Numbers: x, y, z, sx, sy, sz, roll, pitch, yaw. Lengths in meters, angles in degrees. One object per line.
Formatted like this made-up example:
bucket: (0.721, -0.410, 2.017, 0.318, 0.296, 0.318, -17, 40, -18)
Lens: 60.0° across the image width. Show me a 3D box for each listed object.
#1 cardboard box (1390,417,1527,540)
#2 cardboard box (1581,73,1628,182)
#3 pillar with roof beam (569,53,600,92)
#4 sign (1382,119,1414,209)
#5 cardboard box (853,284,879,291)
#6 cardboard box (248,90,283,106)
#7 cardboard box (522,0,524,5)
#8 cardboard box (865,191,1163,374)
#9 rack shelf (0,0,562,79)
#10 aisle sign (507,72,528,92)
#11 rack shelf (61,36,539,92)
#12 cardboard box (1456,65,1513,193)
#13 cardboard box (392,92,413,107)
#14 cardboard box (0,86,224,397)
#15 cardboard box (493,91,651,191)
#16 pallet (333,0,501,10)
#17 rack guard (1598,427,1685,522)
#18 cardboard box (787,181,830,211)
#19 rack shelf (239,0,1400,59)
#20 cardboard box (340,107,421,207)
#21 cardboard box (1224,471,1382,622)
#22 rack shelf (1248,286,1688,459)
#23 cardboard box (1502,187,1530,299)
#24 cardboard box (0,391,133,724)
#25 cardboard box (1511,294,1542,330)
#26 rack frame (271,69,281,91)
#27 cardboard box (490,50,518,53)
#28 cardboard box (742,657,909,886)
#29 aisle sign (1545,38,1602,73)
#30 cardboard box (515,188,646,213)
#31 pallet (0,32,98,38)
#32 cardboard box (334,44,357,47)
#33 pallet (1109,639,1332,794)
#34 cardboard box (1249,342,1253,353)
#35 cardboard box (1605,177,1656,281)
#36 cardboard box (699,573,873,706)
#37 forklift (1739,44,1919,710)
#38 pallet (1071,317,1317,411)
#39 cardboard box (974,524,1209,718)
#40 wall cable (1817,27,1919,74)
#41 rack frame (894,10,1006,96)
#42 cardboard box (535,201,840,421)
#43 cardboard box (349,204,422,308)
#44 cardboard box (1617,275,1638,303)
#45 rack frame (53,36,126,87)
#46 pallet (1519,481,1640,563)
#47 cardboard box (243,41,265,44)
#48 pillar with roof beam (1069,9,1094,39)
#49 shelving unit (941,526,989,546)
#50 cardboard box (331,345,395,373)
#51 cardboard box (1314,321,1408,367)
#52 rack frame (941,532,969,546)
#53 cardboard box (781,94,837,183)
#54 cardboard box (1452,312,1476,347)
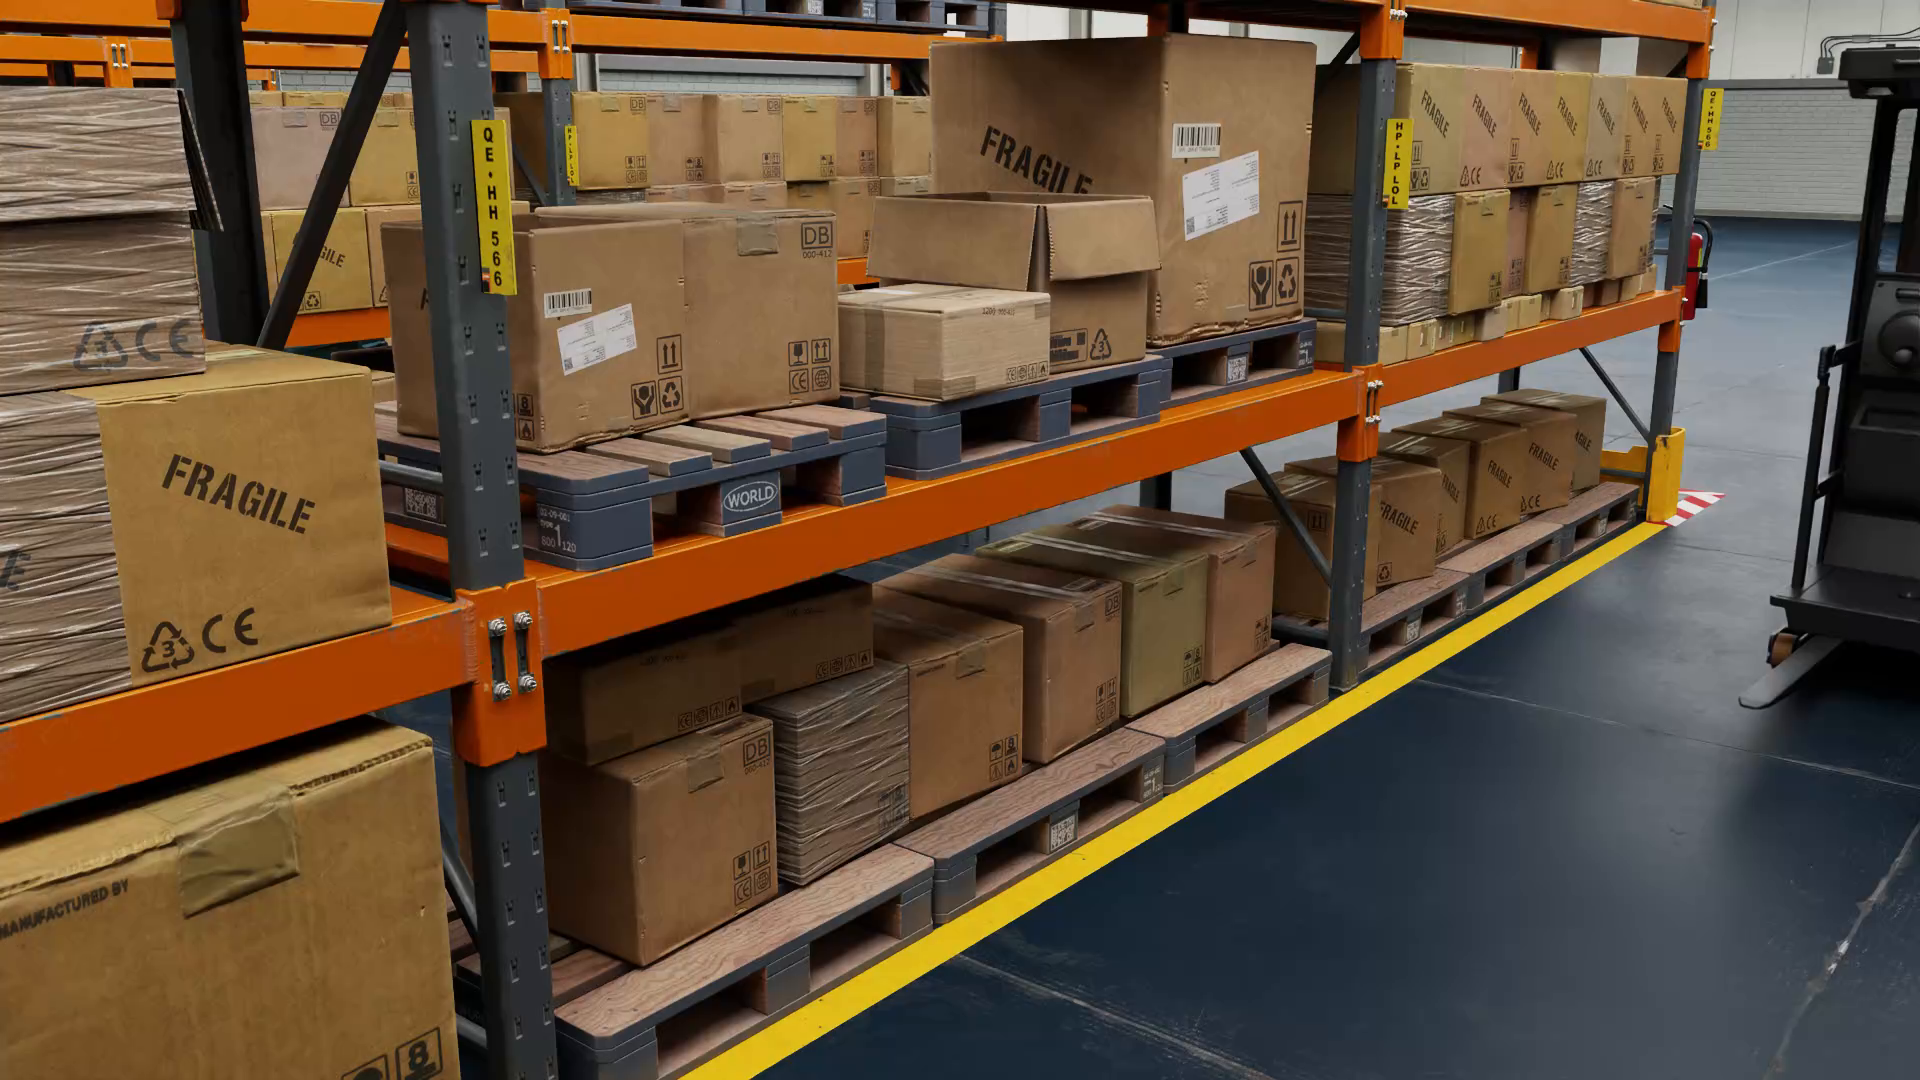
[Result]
cardboard box: (2.545, -0.326, 8.539, 0.500, 0.500, 0.500, 14, 20, 43)
cardboard box: (2.928, -2.030, 8.182, 0.500, 0.500, 0.500, 11, 18, 38)
pillar with roof beam: (-1.883, -7.386, 19.919, 9.100, 9.000, 0.400, 11, 18, 38)
sign: (1.627, -1.398, 6.182, 0.100, 0.325, 0.005, 11, 18, 38)
cardboard box: (-1.013, -1.340, 11.767, 0.875, 0.875, 0.875, 11, 18, 37)
cardboard box: (-5.731, -3.278, 13.096, 0.700, 0.500, 0.500, 11, 18, 38)
cardboard box: (-3.984, -4.830, 14.841, 0.380, 0.149, 0.250, 11, 18, 38)
cardboard box: (0.176, -0.829, 5.232, 0.797, 0.503, 0.637, 14, 20, 43)
rack shelf: (-3.858, -2.431, 7.969, 1.077, 0.370, 4.000, 11, 18, 38)
aisle sign: (-4.203, -4.541, 15.628, 0.394, 0.787, 0.004, 11, 18, 38)
rack shelf: (-5.258, -3.944, 13.924, 1.077, 0.370, 4.000, 11, 18, 38)
cardboard box: (1.987, -1.742, 7.050, 0.500, 0.500, 0.500, 11, 18, 38)
cardboard box: (-4.716, -3.558, 14.198, 0.700, 0.500, 0.500, 11, 18, 37)
cardboard box: (-1.793, -0.553, 2.967, 0.797, 0.503, 0.637, 12, 19, 39)
cardboard box: (-2.342, -2.370, 9.863, 0.875, 0.550, 0.550, 11, 18, 38)
pallet: (-3.139, -2.887, 8.691, 0.805, 0.209, 1.217, 10, 18, 35)
rack guard: (3.660, -0.462, 9.926, 1.175, 0.500, 0.348, 11, 18, 38)
cardboard box: (-1.364, -2.165, 11.249, 0.875, 0.550, 0.500, 11, 18, 38)
rack shelf: (-0.064, -1.644, 4.871, 1.077, 0.370, 4.000, 11, 18, 38)
cardboard box: (-3.230, -2.047, 8.855, 0.700, 0.500, 0.500, 11, 18, 37)
cardboard box: (1.476, 0.016, 7.193, 0.500, 0.500, 0.500, 11, 18, 36)
rack shelf: (2.450, -0.956, 8.256, 1.077, 0.370, 4.000, 11, 18, 38)
cardboard box: (2.102, -1.393, 7.706, 0.875, 0.500, 0.500, 11, 18, 38)
cardboard box: (-1.756, 0.023, 2.737, 0.500, 0.500, 0.500, 11, 18, 37)
cardboard box: (2.495, -1.084, 7.809, 0.380, 0.149, 0.250, 11, 18, 38)
rack frame: (-7.864, -3.989, 18.733, 1.000, 3.000, 0.127, 11, 18, 38)
cardboard box: (-4.138, -4.389, 14.727, 0.380, 0.149, 0.250, 11, 18, 38)
cardboard box: (-0.576, 0.603, 4.841, 0.700, 0.500, 0.500, 9, 17, 33)
aisle sign: (3.513, -3.006, 9.585, 0.394, 0.787, 0.004, 11, 18, 38)
cardboard box: (-2.378, -1.854, 10.024, 0.875, 0.550, 0.550, 11, 18, 38)
pallet: (-6.985, -3.717, 11.950, 1.213, 0.211, 1.003, 11, 18, 38)
cardboard box: (-5.156, -4.105, 13.608, 0.380, 0.149, 0.250, 11, 18, 38)
pallet: (0.705, 0.579, 6.415, 1.003, 0.211, 1.213, 11, 18, 38)
cardboard box: (1.100, -0.887, 7.032, 0.380, 0.149, 0.250, 11, 18, 38)
cardboard box: (3.119, -1.665, 8.778, 0.875, 0.500, 0.500, 11, 18, 38)
cardboard box: (-0.597, 0.243, 4.735, 0.500, 0.250, 0.500, -14, 20, -43)
forklift: (4.018, -0.846, 6.502, 1.130, 2.935, 3.031, 12, 19, 39)
pallet: (0.600, -0.705, 6.196, 1.003, 0.211, 1.213, 11, 18, 38)
cardboard box: (0.476, 0.279, 6.116, 0.700, 0.500, 0.500, 11, 18, 37)
wall cable: (20.107, -13.184, 35.836, 2.305, 6.003, 0.169, 11, 18, 38)
rack frame: (-0.087, -2.475, 12.773, 1.000, 3.000, 0.127, 11, 18, 38)
cardboard box: (-0.739, -0.640, 4.494, 0.500, 0.500, 0.700, -13, 19, -41)
cardboard box: (-3.039, -1.519, 8.808, 0.500, 0.500, 0.500, 11, 18, 37)
cardboard box: (3.414, -1.376, 8.958, 0.380, 0.149, 0.250, 11, 18, 38)
rack frame: (-6.515, -2.455, 12.697, 1.000, 3.000, 0.127, 11, 18, 38)
pallet: (3.122, -0.172, 9.370, 1.003, 0.211, 1.213, 11, 18, 38)
cardboard box: (-5.662, -3.957, 13.026, 0.380, 0.149, 0.250, 12, 19, 39)
pillar with roof beam: (5.659, -9.684, 28.965, 9.100, 9.000, 0.400, 11, 18, 38)
shelving unit: (0.009, -0.584, 8.986, 0.258, 1.200, 0.189, 11, 18, 38)
cardboard box: (-2.921, -0.689, 9.460, 1.050, 0.750, 0.750, 11, 18, 37)
cardboard box: (1.562, -0.795, 6.670, 0.380, 0.149, 0.250, 11, 18, 38)
rack frame: (-0.048, -0.567, 8.917, 0.240, 1.200, 0.006, 11, 18, 38)
cardboard box: (-1.314, -2.678, 11.076, 0.875, 0.550, 0.500, 11, 18, 38)
cardboard box: (2.015, -0.942, 7.250, 0.380, 0.149, 0.250, 11, 18, 38)
